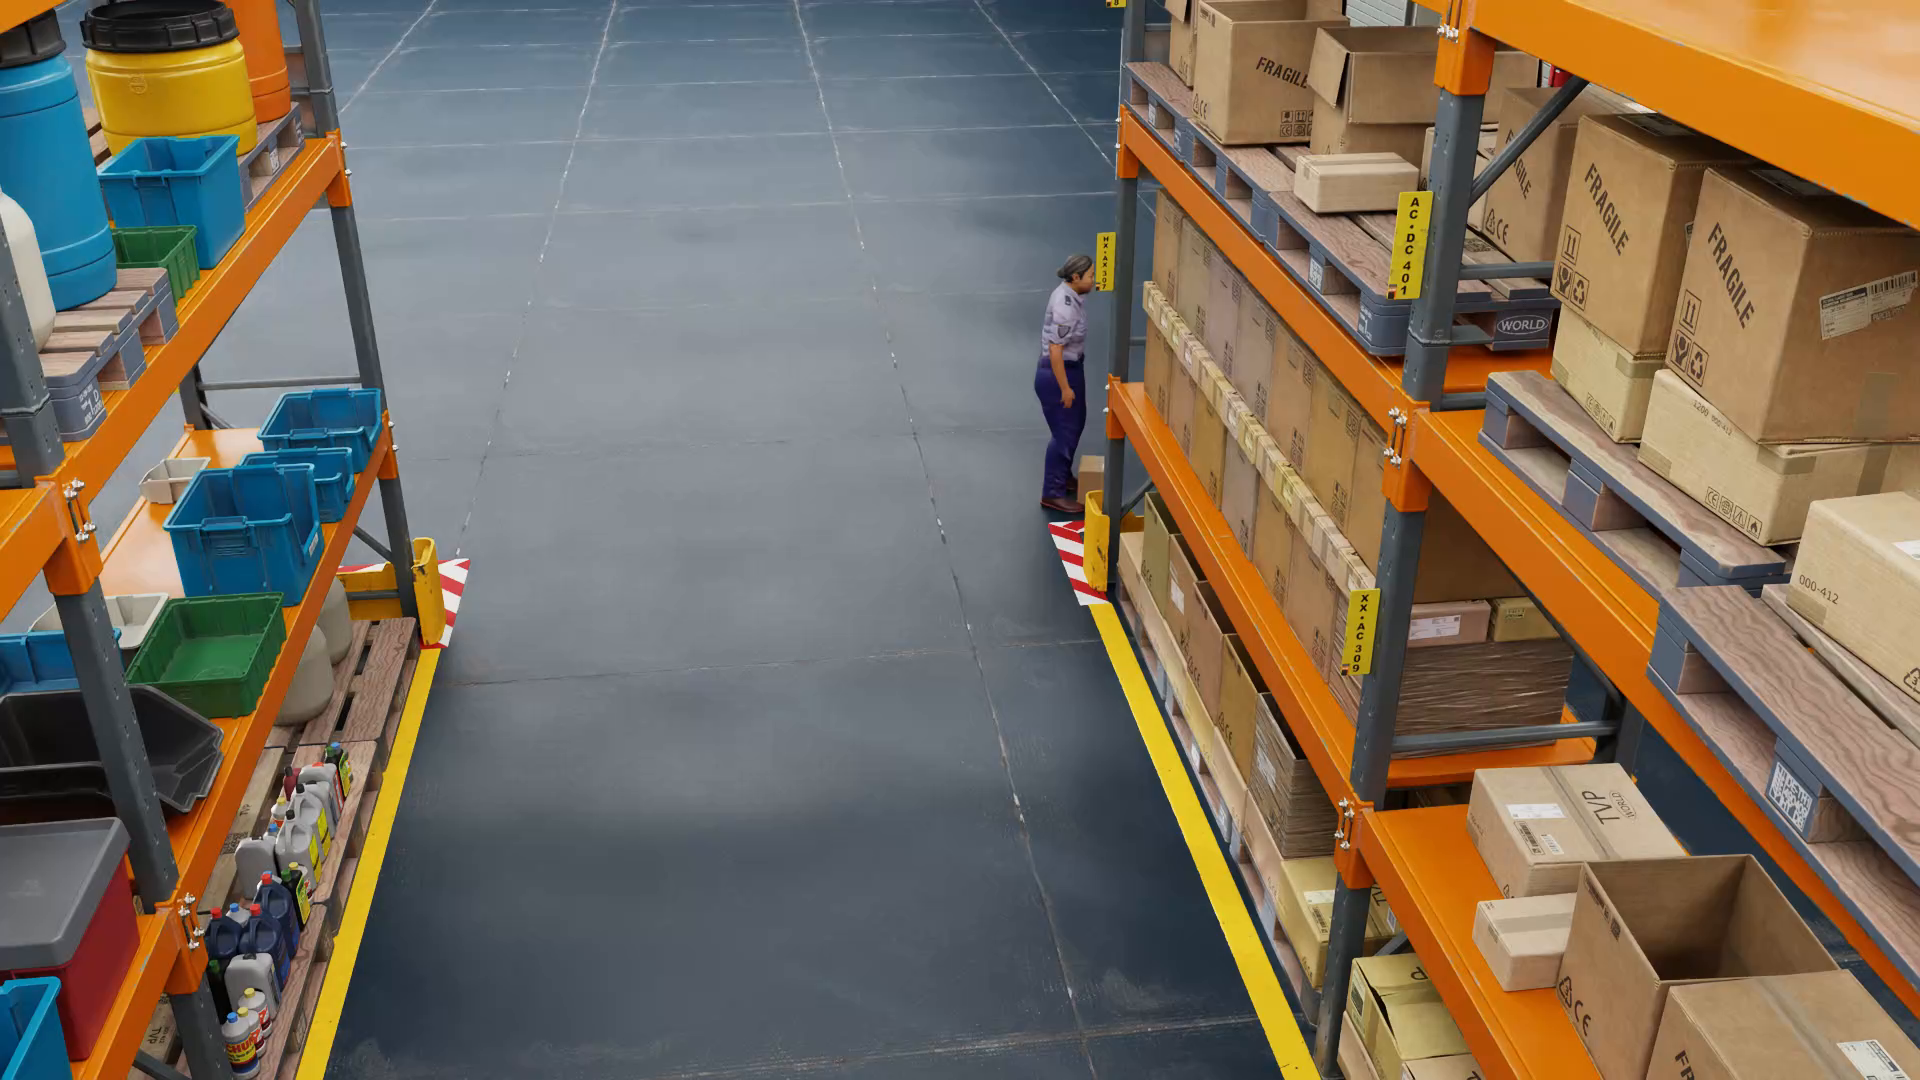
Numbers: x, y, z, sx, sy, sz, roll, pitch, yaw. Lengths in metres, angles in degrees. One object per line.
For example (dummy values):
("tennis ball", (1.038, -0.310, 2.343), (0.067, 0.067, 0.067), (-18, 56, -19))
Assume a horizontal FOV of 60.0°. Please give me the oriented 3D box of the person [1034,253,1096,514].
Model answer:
("person", (0.670, -1.020, 10.617), (0.370, 1.637, 0.543), (5, 28, 9))
